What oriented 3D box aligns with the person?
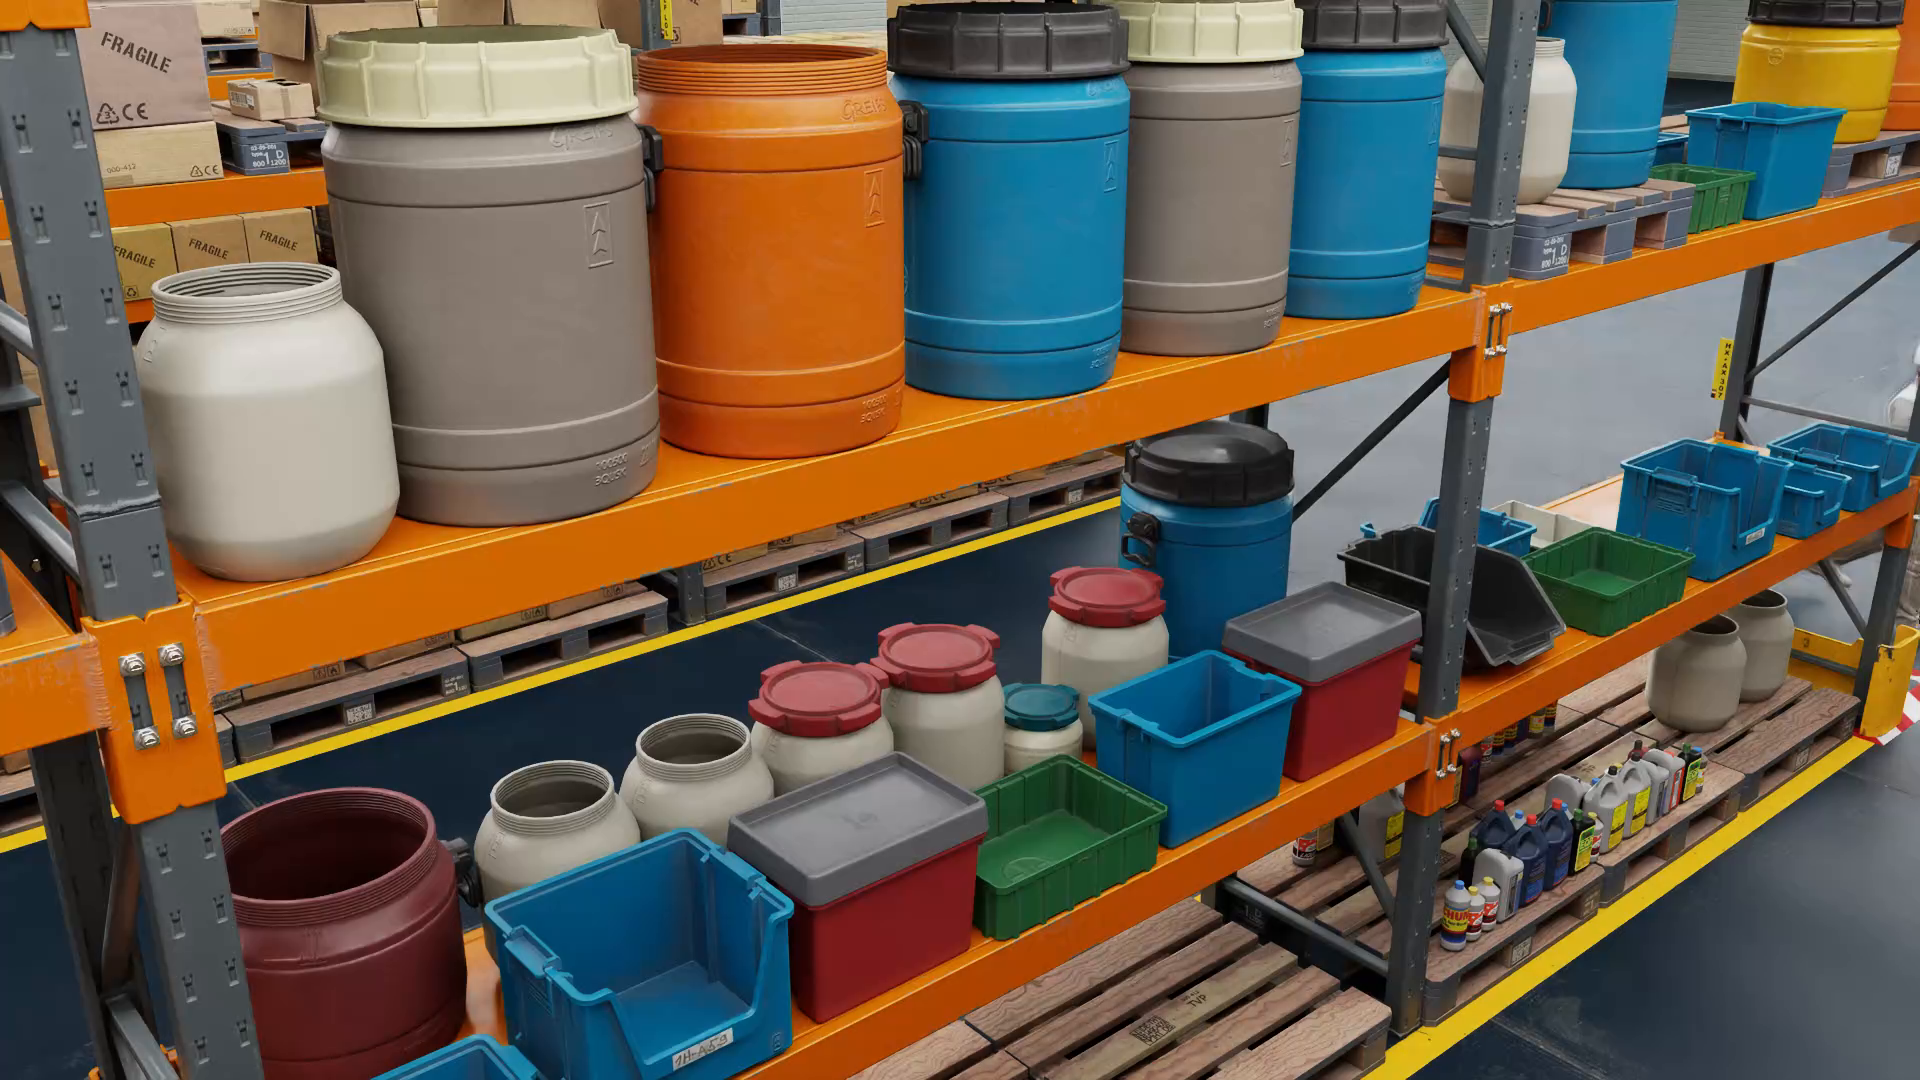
[{"bbox_3d":[5.335,-0.344,9.471,0.609,1.748,0.916,-18,27,-39],"label":"person"}]
